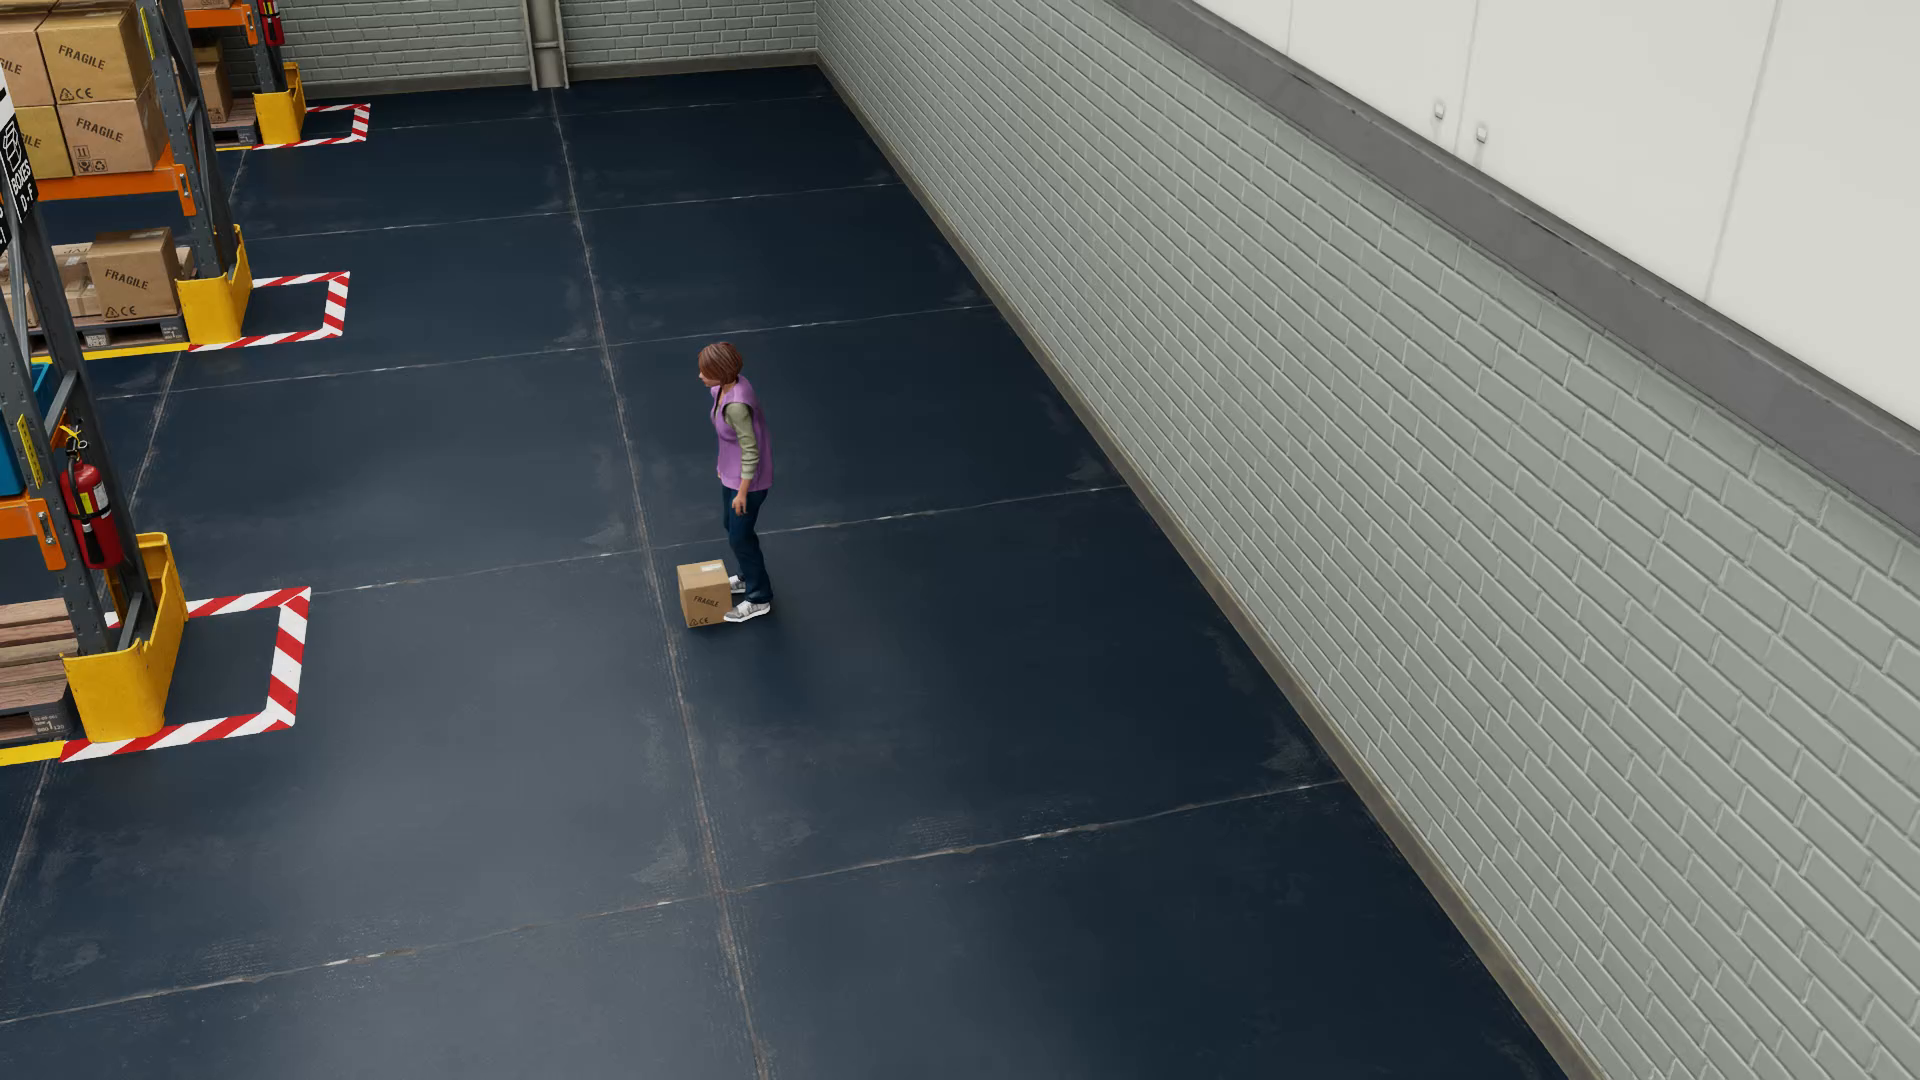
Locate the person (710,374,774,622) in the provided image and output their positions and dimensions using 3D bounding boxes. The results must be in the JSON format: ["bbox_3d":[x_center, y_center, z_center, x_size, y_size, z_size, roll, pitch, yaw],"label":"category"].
[{"bbox_3d":[-3.852,-3.213,12.085,2.769,3.194,10.366,-9,32,-15],"label":"person"}]
